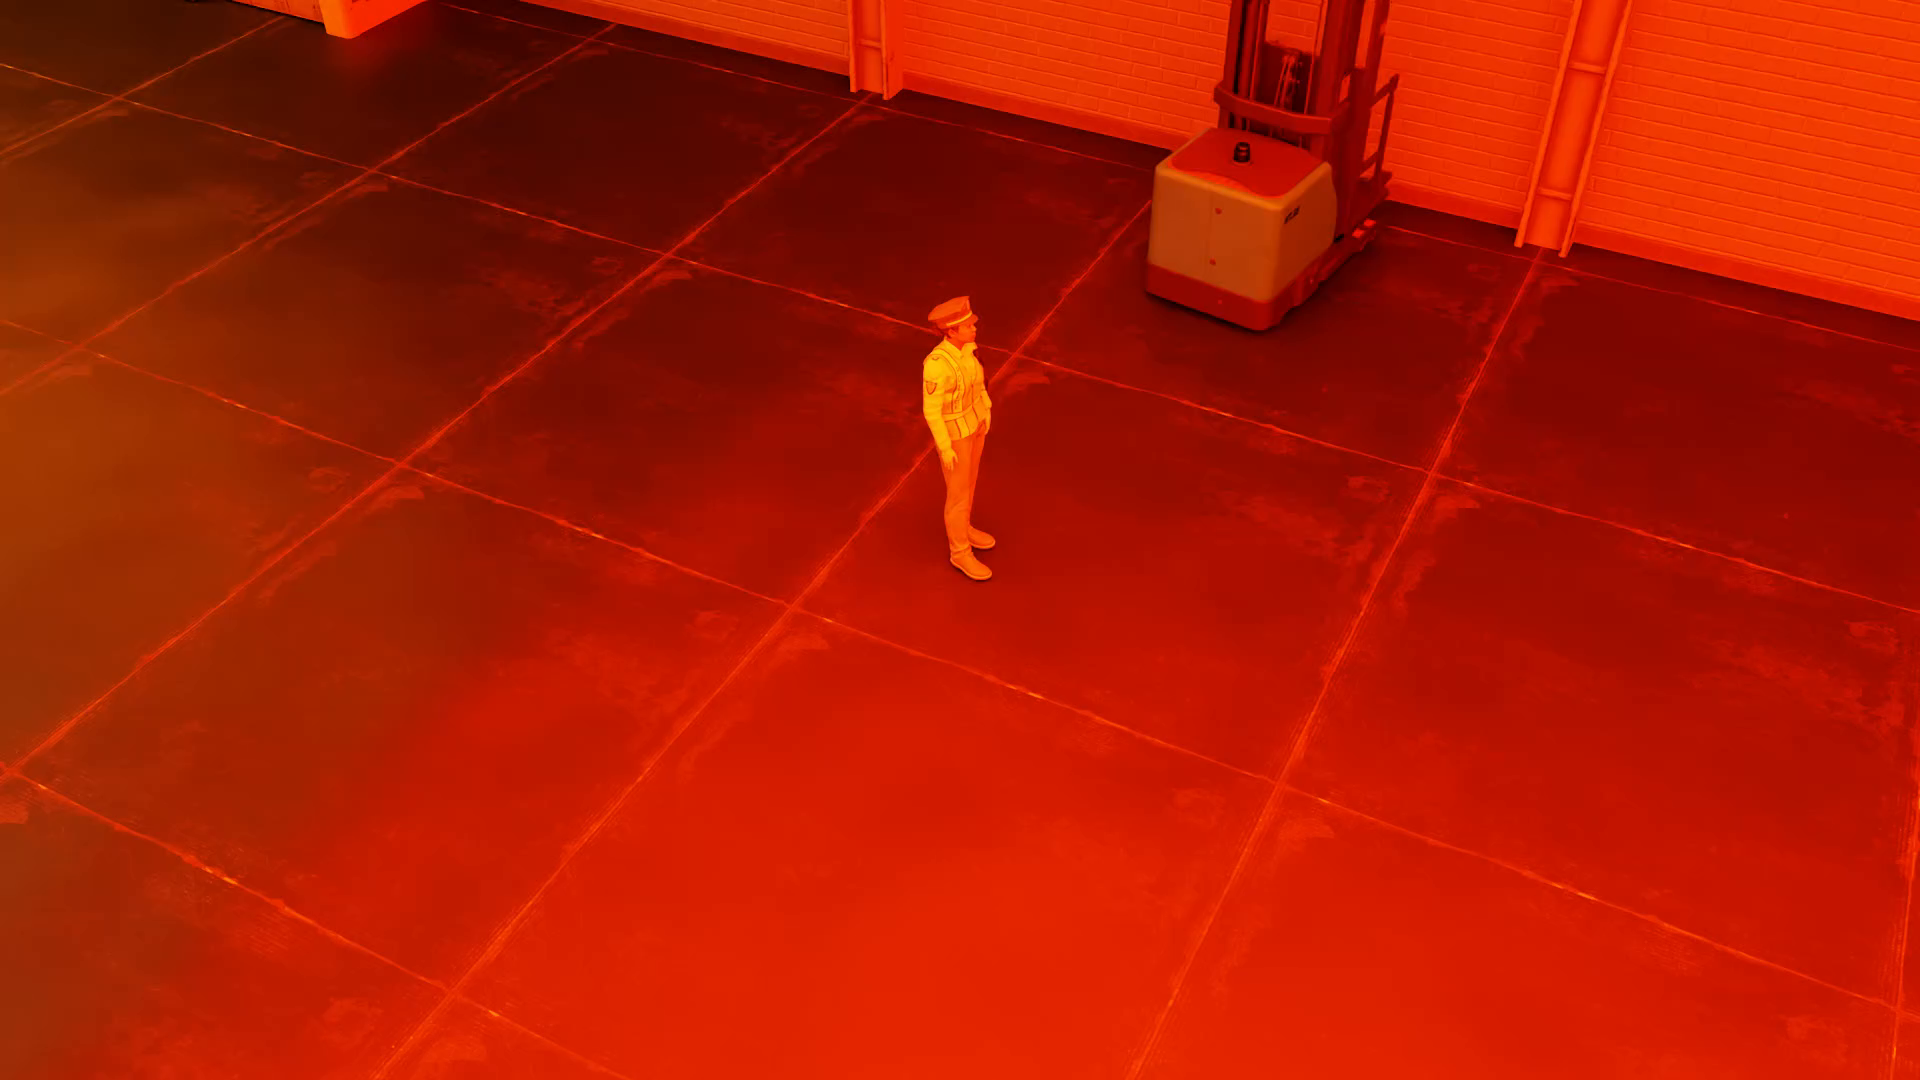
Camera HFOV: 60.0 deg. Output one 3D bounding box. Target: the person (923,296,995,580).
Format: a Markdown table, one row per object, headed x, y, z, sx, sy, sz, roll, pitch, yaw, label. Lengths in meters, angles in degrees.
| x | y | z | sx | sy | sz | roll | pitch | yaw | label |
| --- | --- | --- | --- | --- | --- | --- | --- | --- | --- |
| 0.058 | -0.630 | 9.683 | 0.531 | 1.695 | 0.588 | 18 | 43 | 21 | person |

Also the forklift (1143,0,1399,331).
| x | y | z | sx | sy | sz | roll | pitch | yaw | label |
| --- | --- | --- | --- | --- | --- | --- | --- | --- | --- |
| 2.632 | -3.530 | 12.177 | 1.130 | 2.935 | 3.031 | 25 | 46 | 27 | forklift |
